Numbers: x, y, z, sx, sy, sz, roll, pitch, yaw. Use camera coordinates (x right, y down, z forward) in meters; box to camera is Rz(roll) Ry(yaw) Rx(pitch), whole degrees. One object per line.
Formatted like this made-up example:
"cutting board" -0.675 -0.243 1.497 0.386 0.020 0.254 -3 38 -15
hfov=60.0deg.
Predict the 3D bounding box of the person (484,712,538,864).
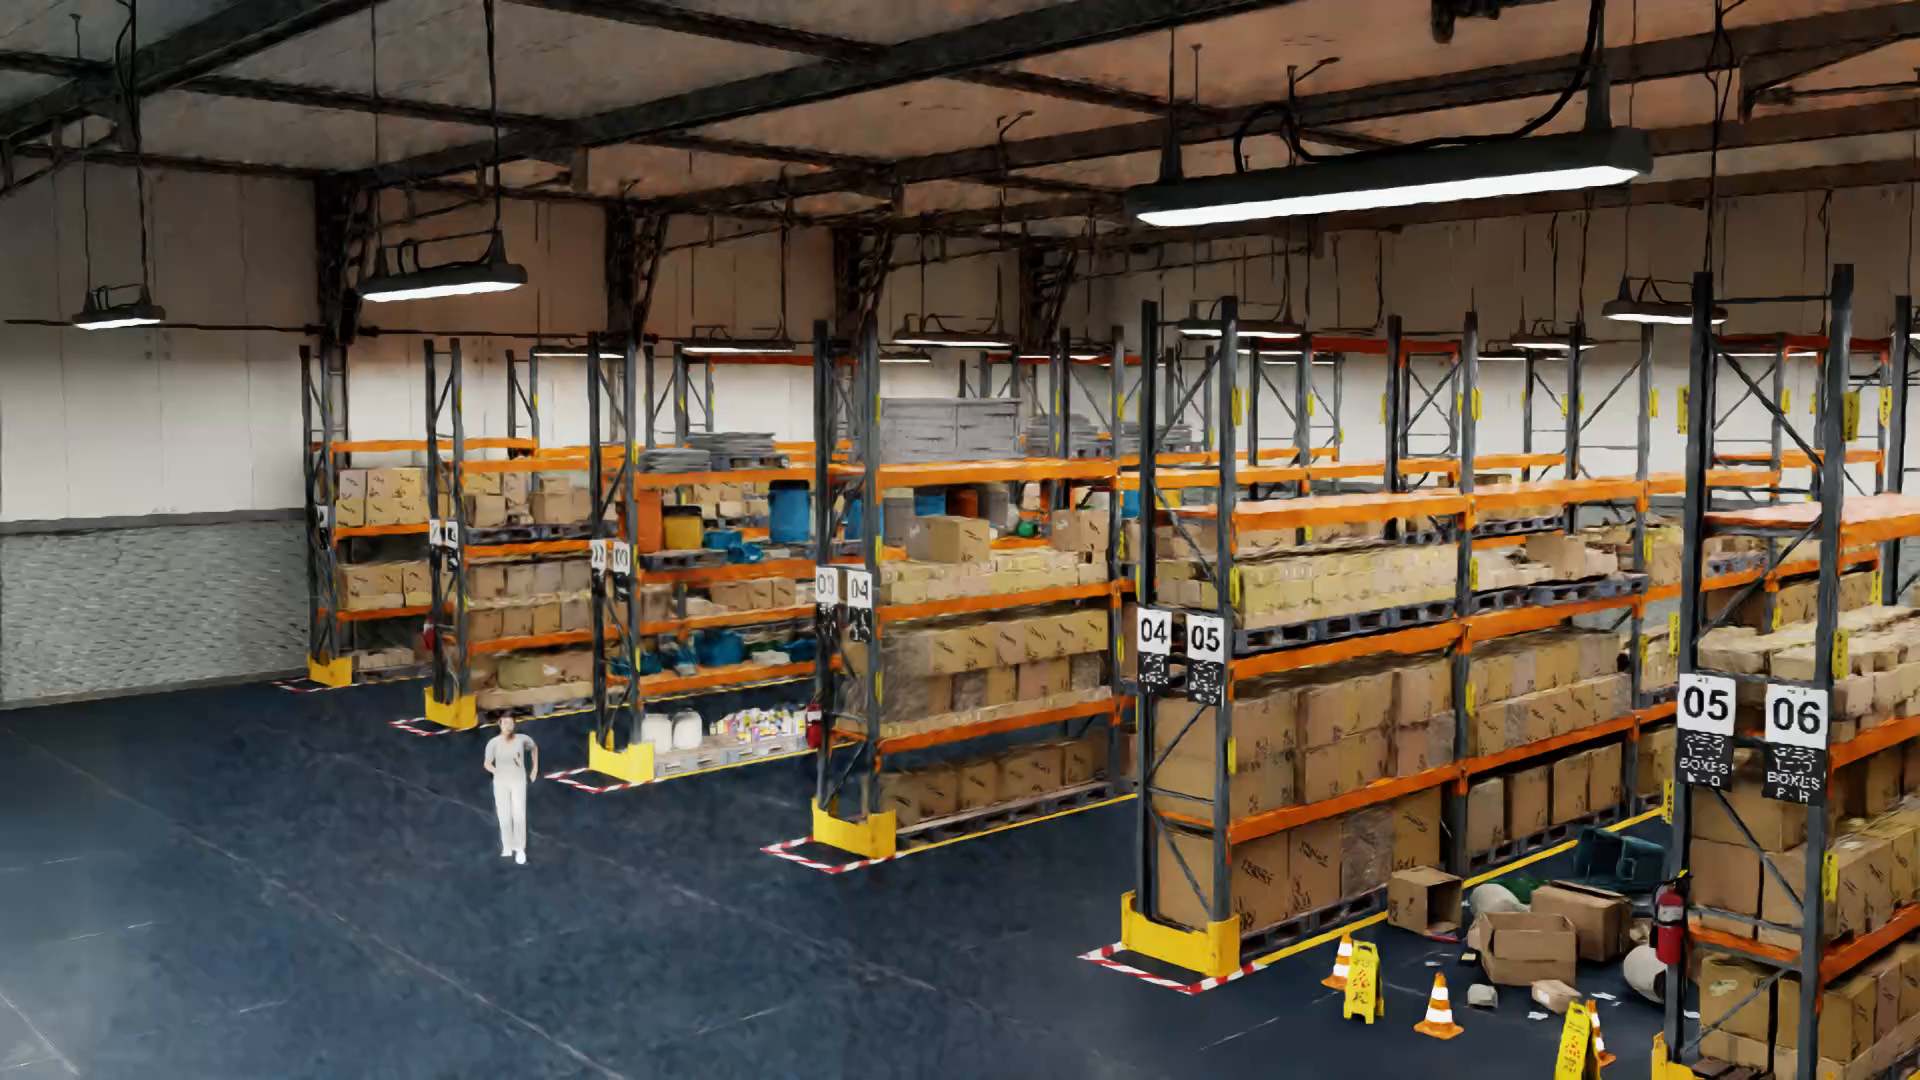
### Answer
"person" -4.941 2.735 18.341 0.581 1.694 0.696 -1 5 -15
